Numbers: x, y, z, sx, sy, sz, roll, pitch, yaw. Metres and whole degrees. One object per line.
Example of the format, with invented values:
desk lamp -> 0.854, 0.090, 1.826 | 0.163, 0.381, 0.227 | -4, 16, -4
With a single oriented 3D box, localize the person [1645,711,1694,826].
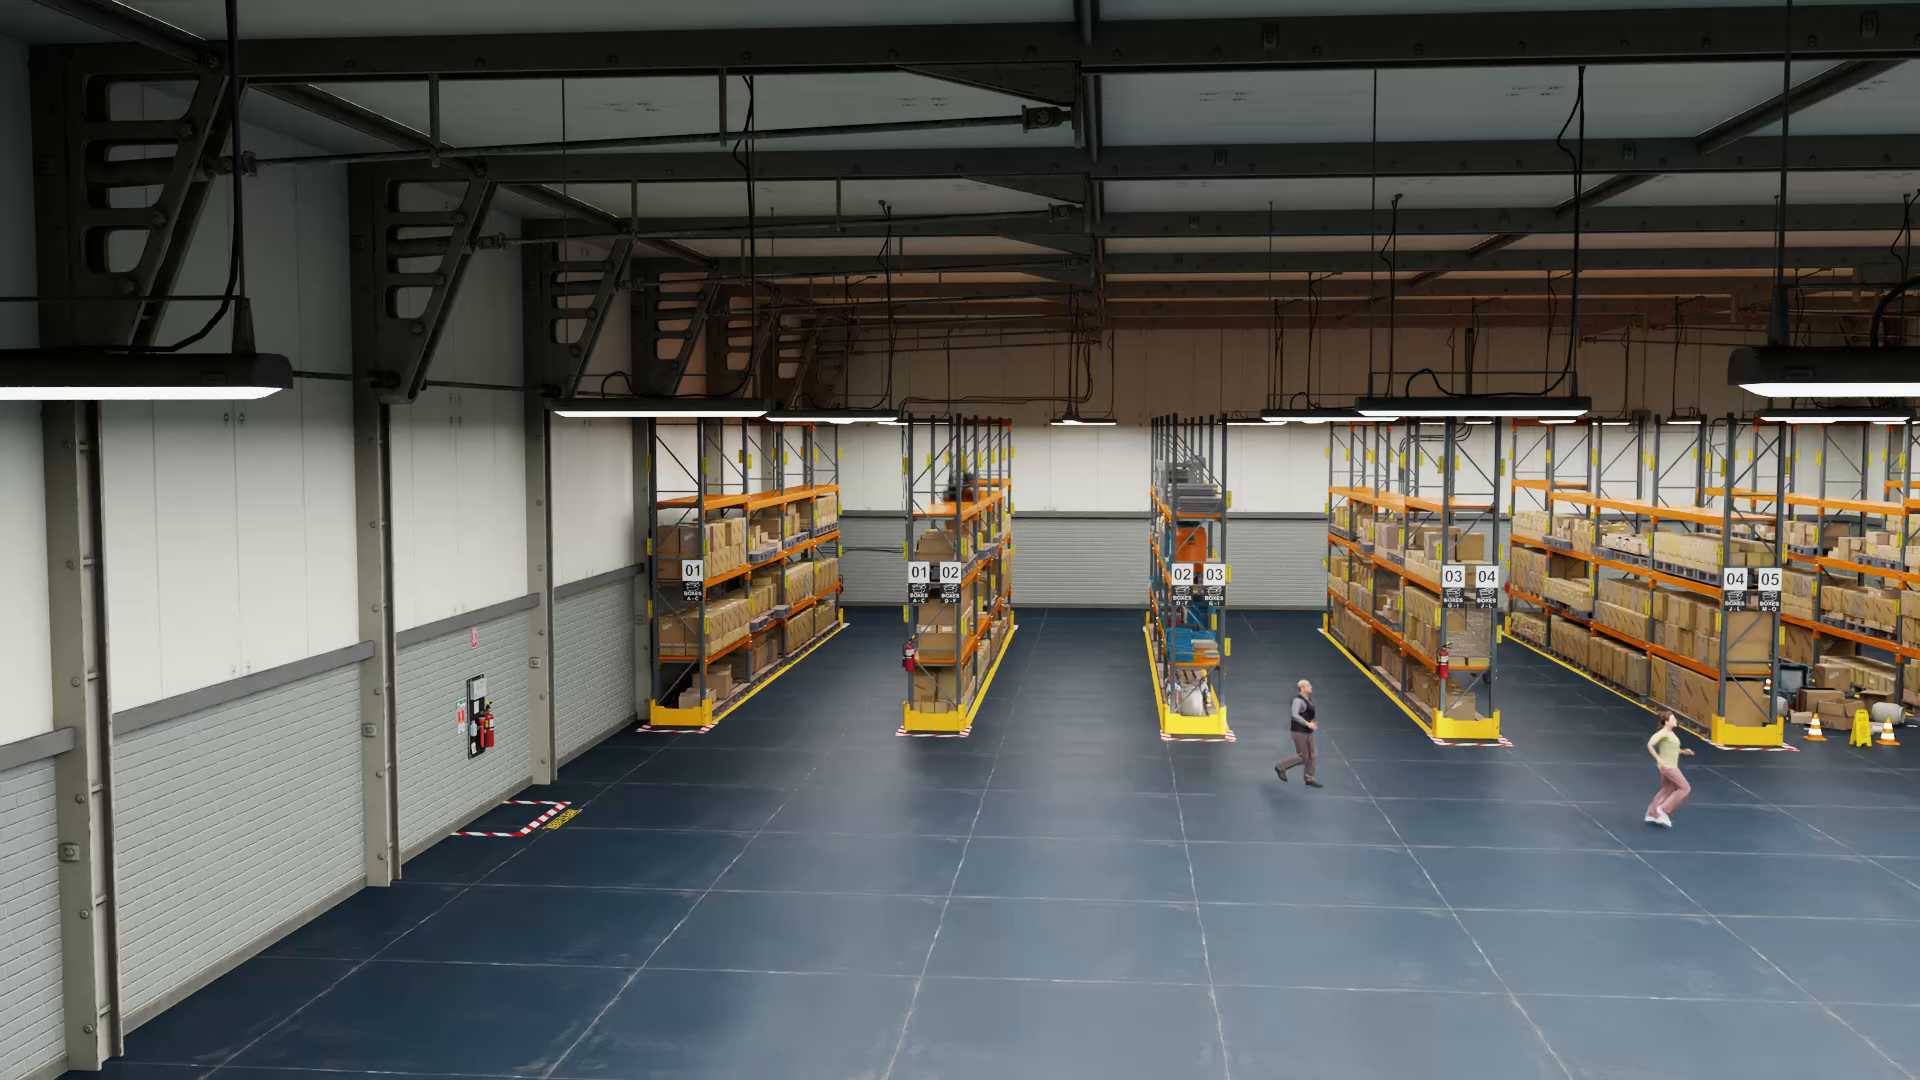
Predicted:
person -> 10.199, 3.275, 23.885 | 0.623, 1.639, 0.560 | 2, 4, 29

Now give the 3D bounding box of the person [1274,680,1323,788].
person -> 5.443, 3.087, 26.594 | 0.772, 1.723, 0.684 | 2, 4, 28

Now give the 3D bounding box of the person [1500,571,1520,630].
person -> 15.758, 1.685, 47.298 | 0.756, 1.778, 0.727 | 0, 4, 2

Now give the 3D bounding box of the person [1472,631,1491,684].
person -> 11.833, 2.393, 37.574 | 0.631, 1.644, 0.718 | 0, 4, 1
